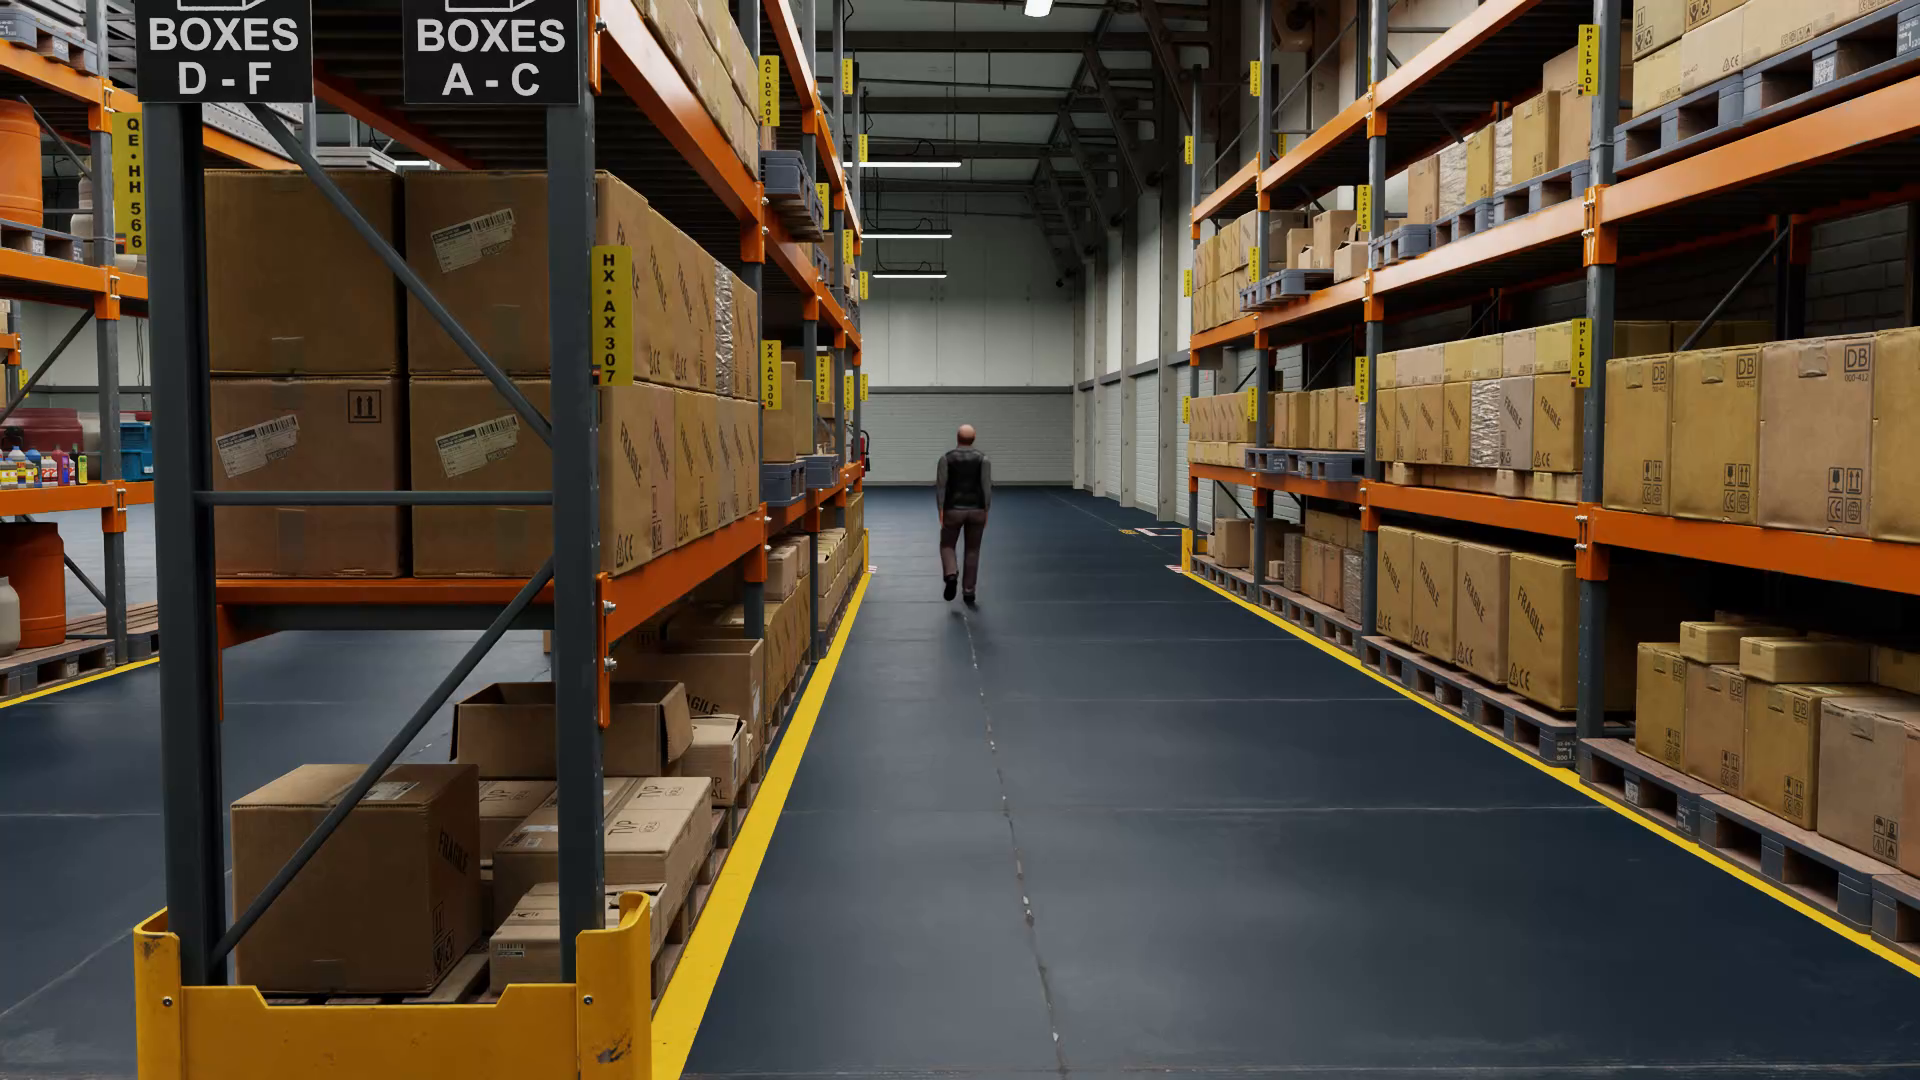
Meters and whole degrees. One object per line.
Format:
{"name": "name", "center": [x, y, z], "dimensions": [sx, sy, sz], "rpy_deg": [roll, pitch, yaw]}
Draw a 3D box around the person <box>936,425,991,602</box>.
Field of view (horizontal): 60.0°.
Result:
{"name": "person", "center": [0.033, -0.259, 16.068], "dimensions": [0.535, 1.711, 0.488], "rpy_deg": [0, 4, -2]}
